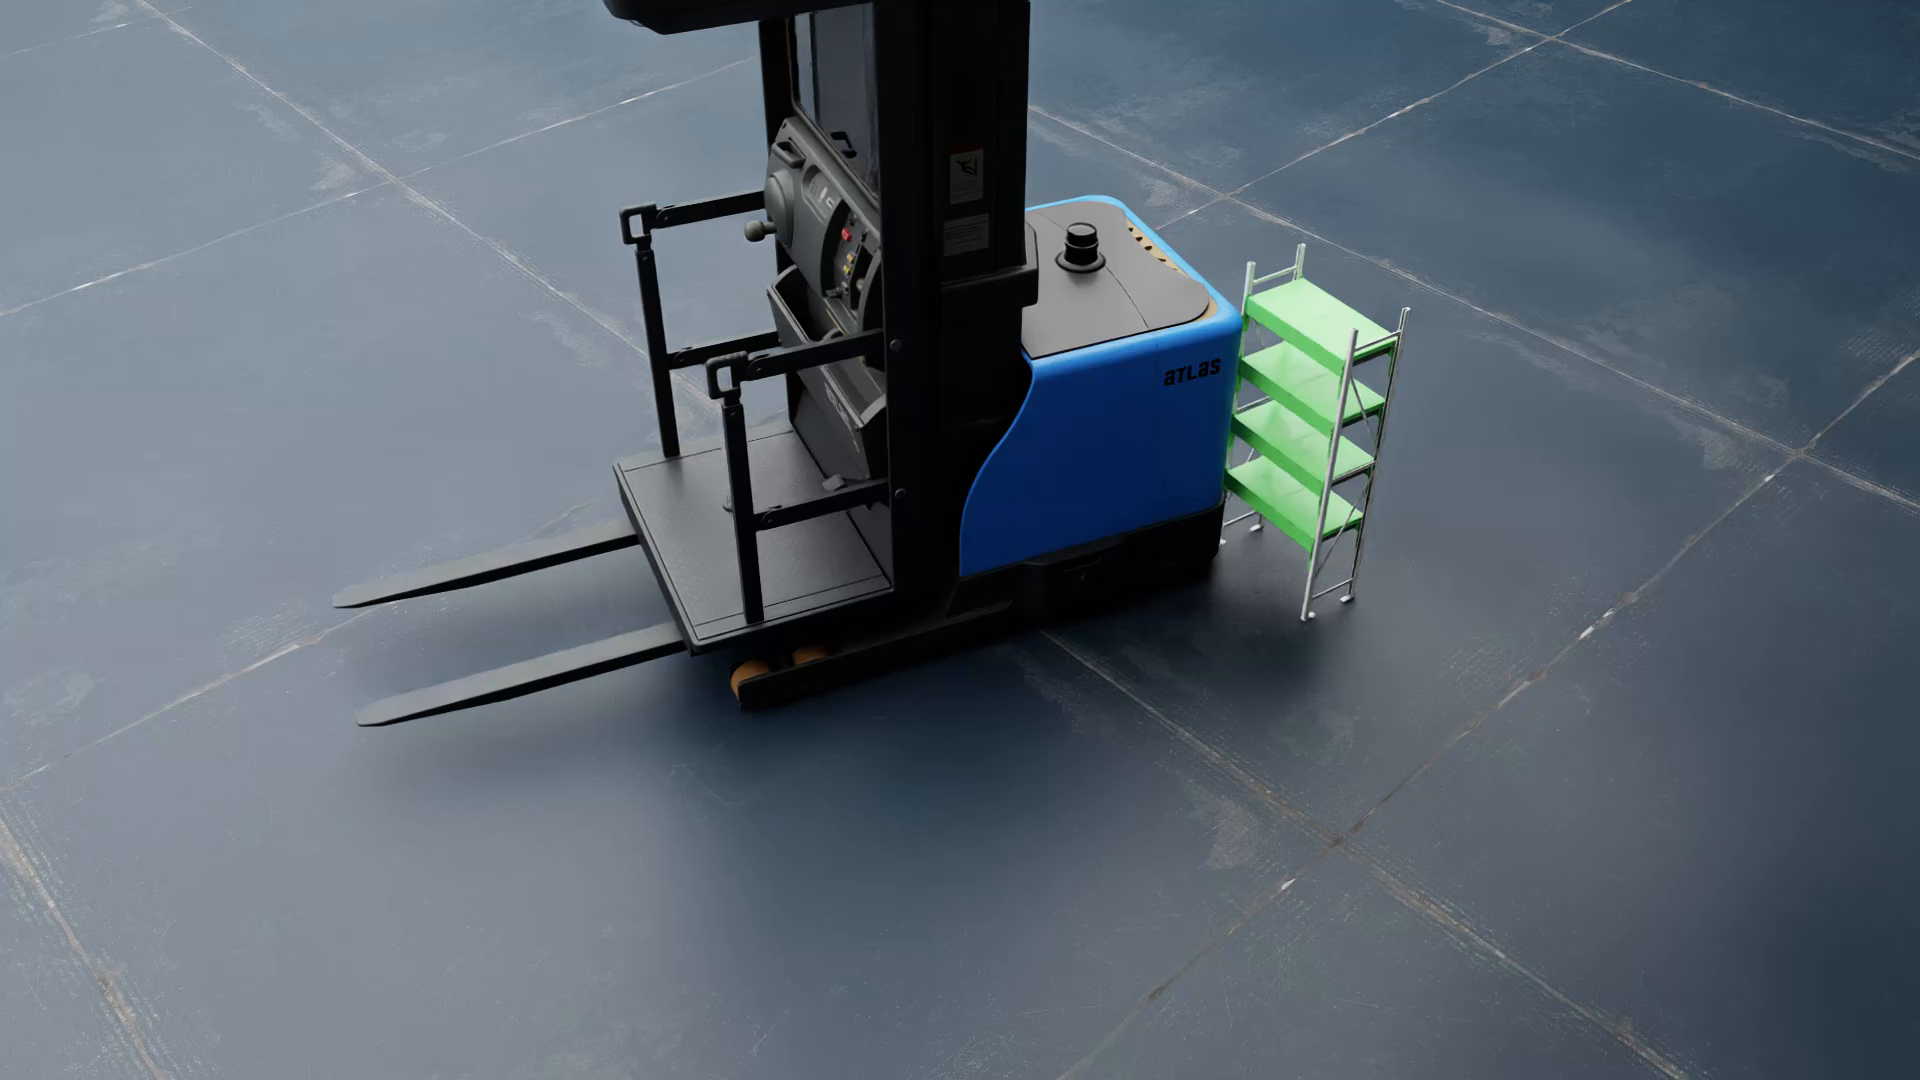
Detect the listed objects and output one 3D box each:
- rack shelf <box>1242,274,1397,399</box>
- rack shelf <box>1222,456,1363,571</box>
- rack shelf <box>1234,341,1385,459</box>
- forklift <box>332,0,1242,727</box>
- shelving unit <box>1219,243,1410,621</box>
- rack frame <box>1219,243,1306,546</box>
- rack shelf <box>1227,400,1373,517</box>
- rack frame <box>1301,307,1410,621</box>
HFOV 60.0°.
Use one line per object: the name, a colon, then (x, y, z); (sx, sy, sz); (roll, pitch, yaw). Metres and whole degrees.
rack shelf: (1.183, -0.677, 5.471); (0.258, 0.148, 0.480); (-22, 44, -25)
rack shelf: (1.183, -0.117, 5.924); (0.258, 0.148, 0.480); (-22, 44, -25)
rack shelf: (1.183, -0.491, 5.622); (0.258, 0.148, 0.480); (-22, 44, -25)
forklift: (-0.615, -0.955, 5.100); (3.031, 2.935, 1.130); (-15, 41, -18)
shelving unit: (1.183, -0.354, 5.733); (0.258, 1.200, 0.503); (-22, 44, -25)
rack frame: (1.051, -0.482, 5.892); (0.240, 1.200, 0.015); (-22, 44, -25)
rack shelf: (1.183, -0.304, 5.773); (0.258, 0.148, 0.480); (-22, 44, -25)
rack frame: (1.315, -0.225, 5.573); (0.240, 1.200, 0.015); (-22, 44, -25)
